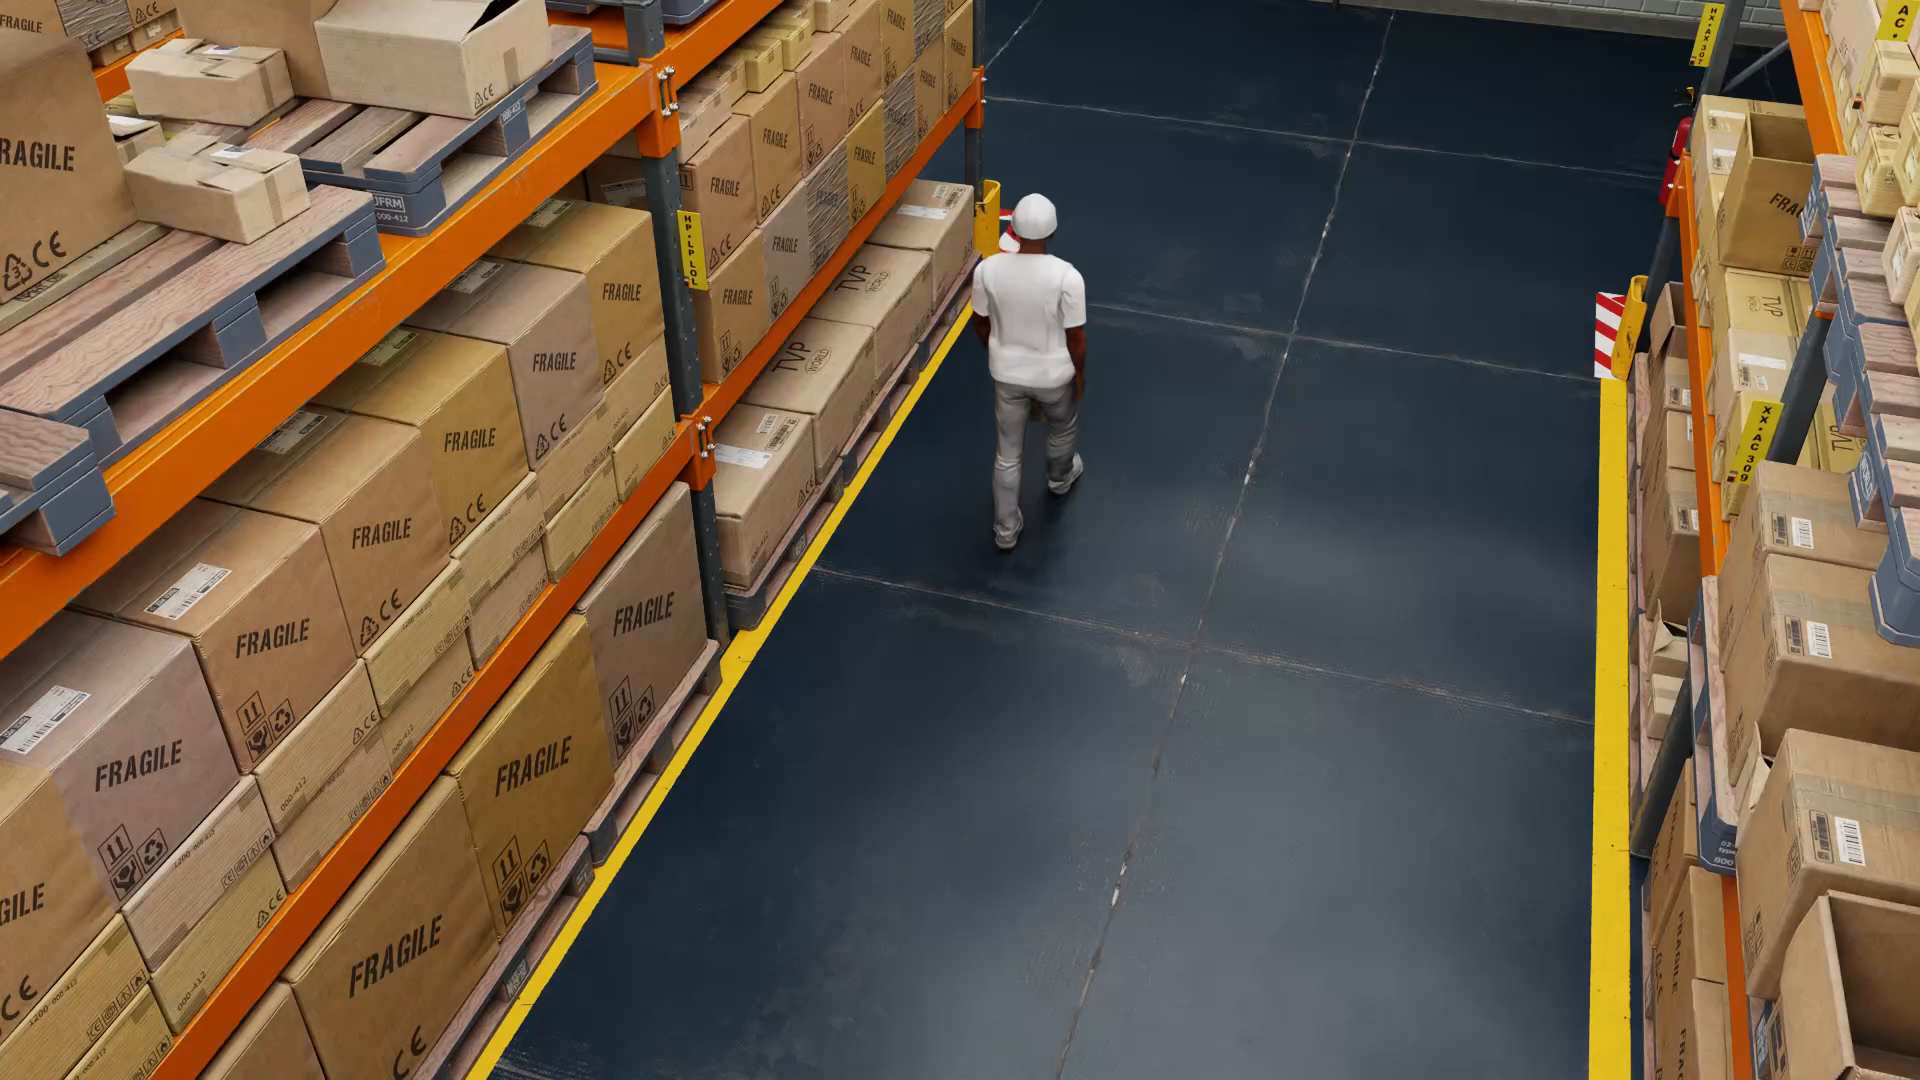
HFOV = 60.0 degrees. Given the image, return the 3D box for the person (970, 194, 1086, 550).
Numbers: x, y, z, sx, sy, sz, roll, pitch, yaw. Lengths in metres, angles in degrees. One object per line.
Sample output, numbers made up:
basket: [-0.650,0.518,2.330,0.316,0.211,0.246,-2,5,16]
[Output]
person: [0.348,-0.873,8.023,0.572,1.741,0.834,9,38,12]
